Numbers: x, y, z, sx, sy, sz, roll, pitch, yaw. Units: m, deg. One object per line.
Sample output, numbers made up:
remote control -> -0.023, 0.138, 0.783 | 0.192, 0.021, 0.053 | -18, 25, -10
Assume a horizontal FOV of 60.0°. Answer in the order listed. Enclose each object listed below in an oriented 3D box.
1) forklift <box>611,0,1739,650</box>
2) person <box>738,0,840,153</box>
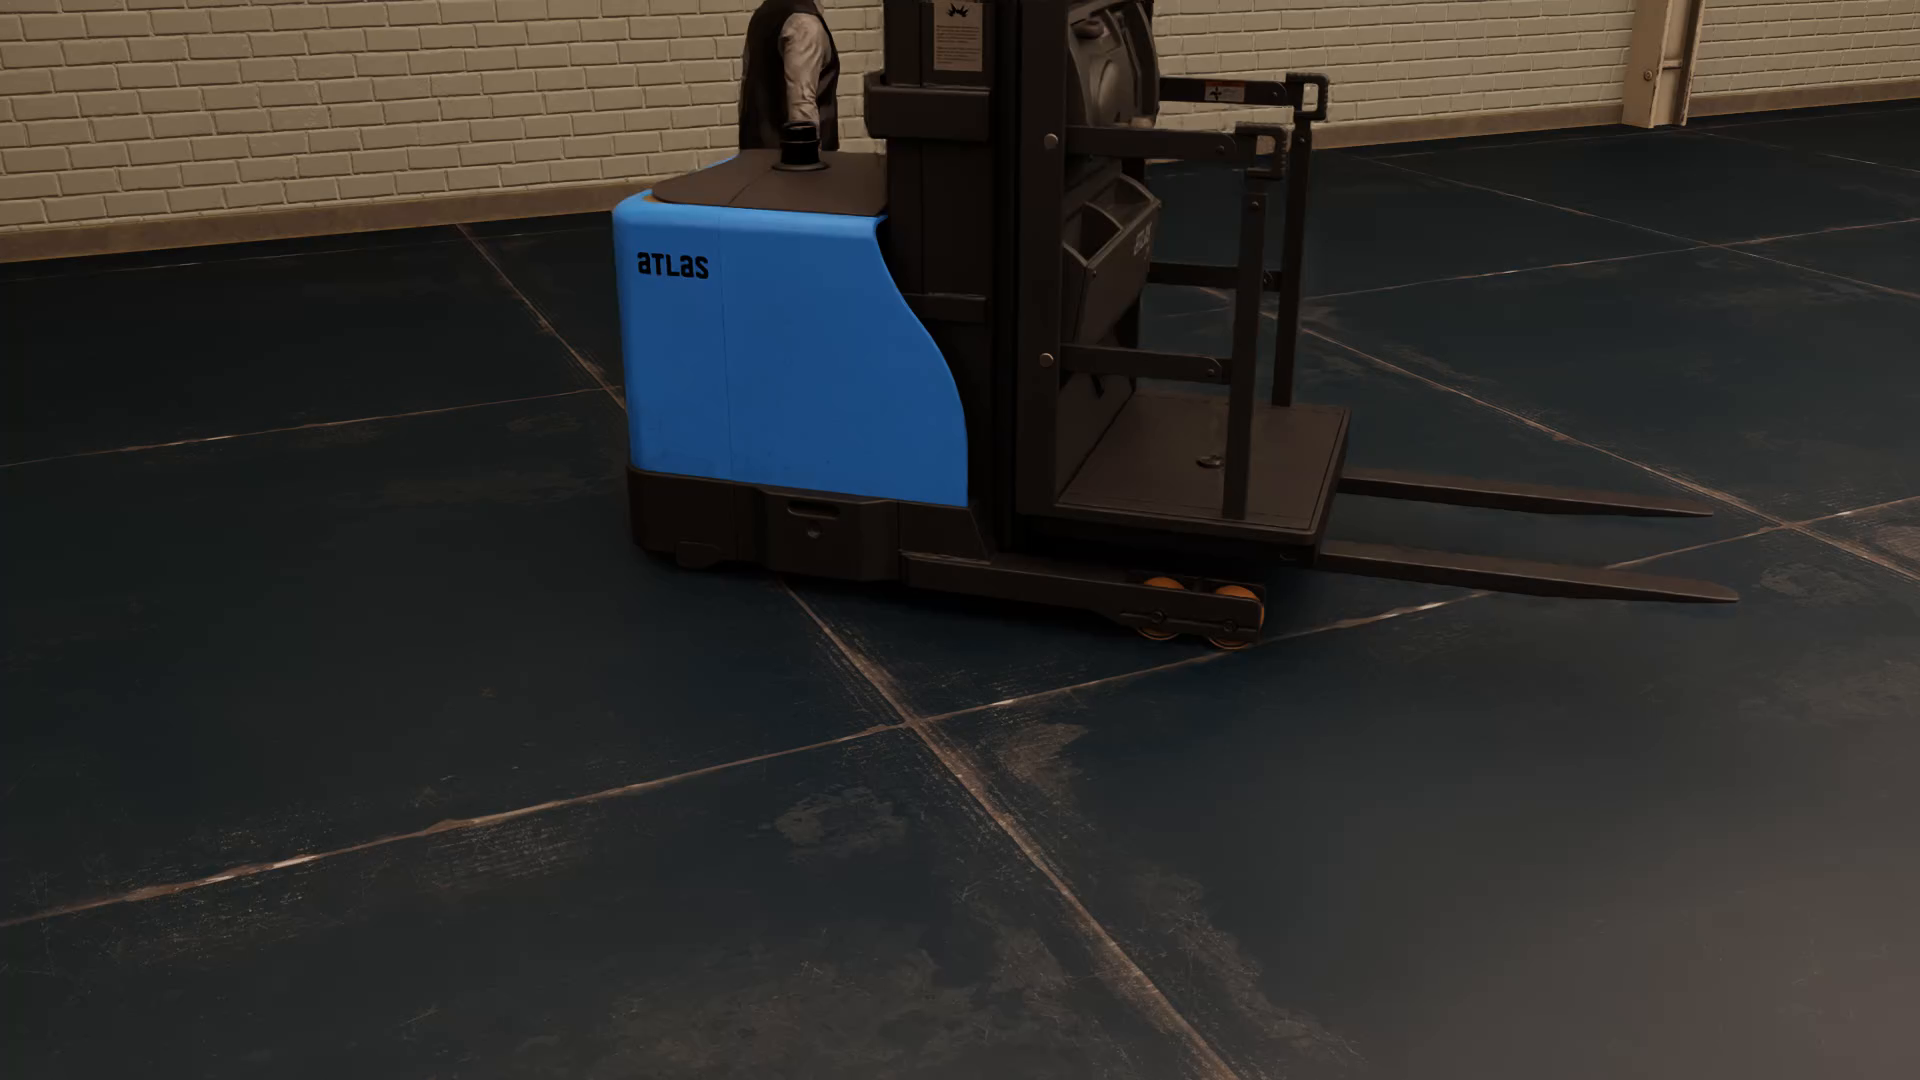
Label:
forklift -> 0.601, -1.290, 4.391 | 3.031, 2.935, 1.130 | 7, 23, 16
person -> -0.640, -1.445, 6.396 | 0.408, 1.690, 0.841 | -11, 25, -24
